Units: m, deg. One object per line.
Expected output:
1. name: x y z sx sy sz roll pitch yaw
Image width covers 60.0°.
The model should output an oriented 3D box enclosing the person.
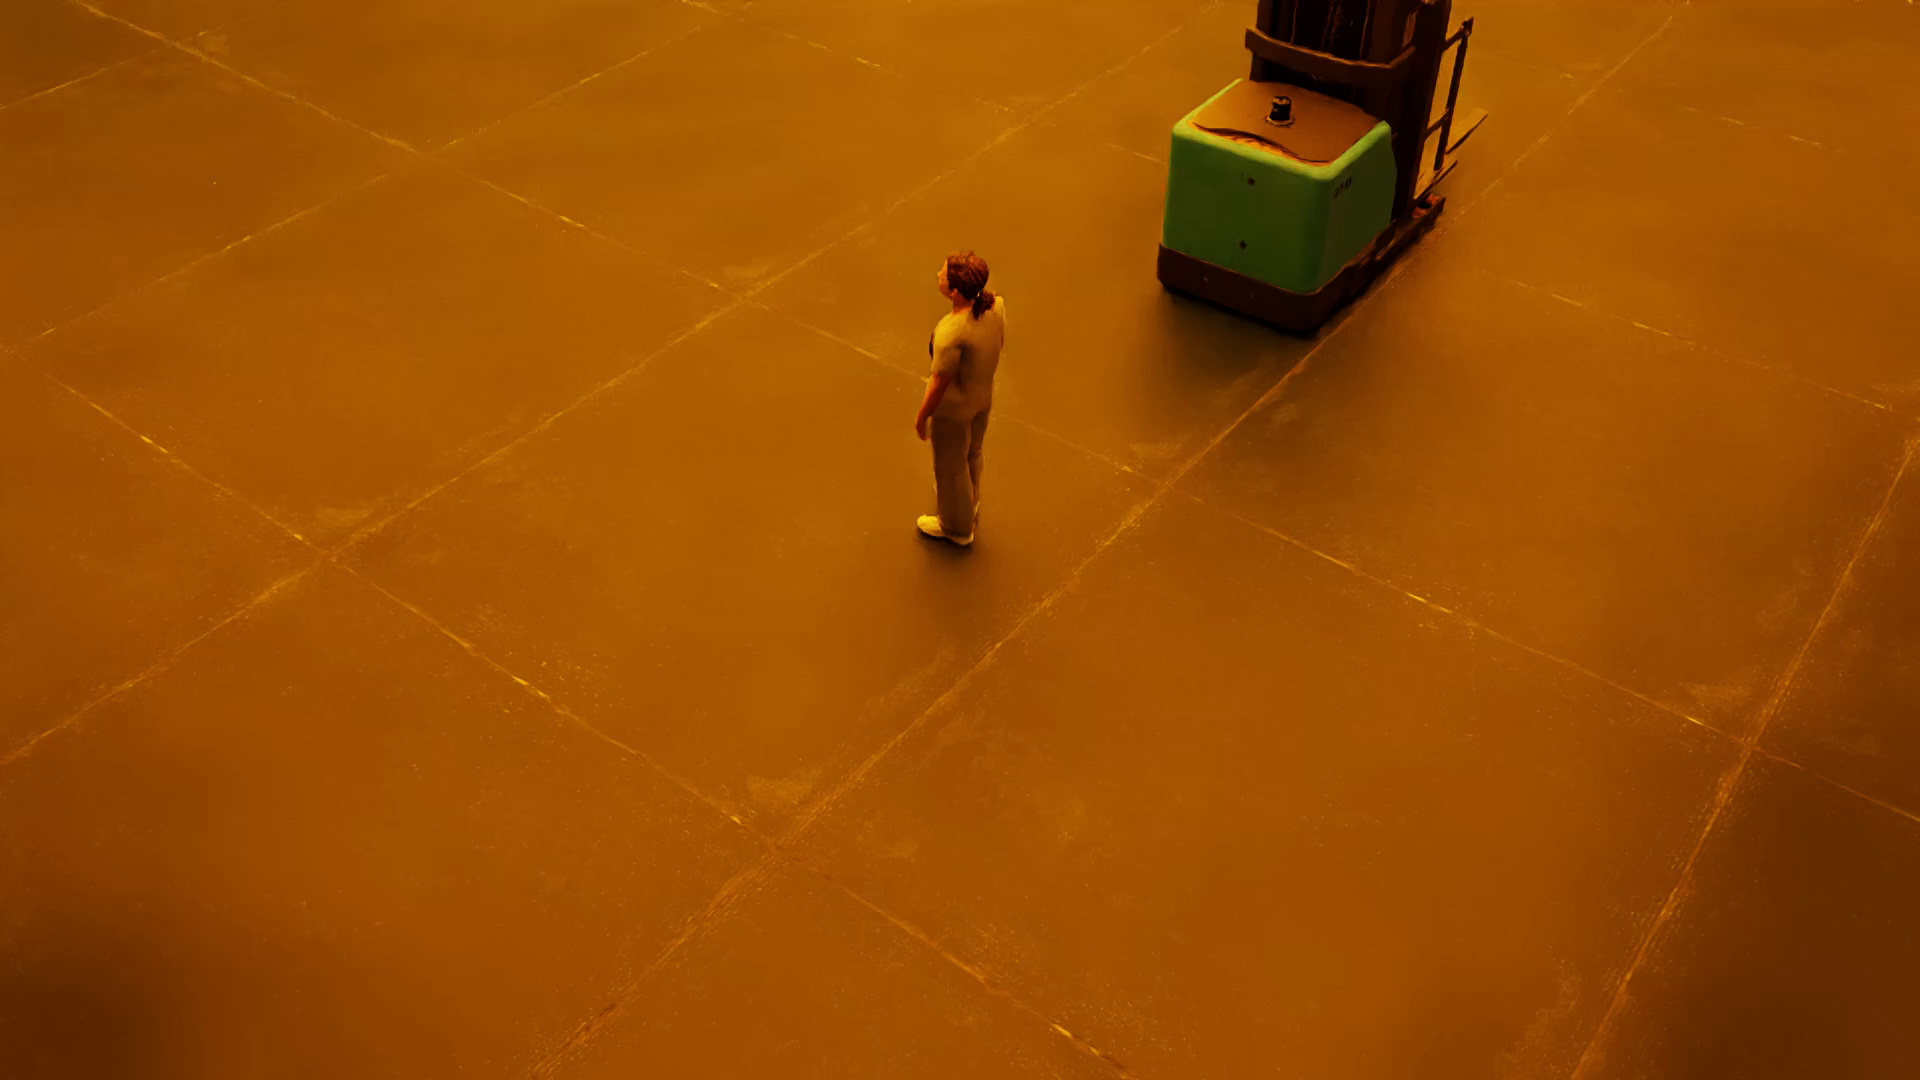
1. person: -0.051 -0.679 7.827 0.548 1.674 0.550 26 47 28

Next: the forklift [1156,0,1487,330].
1. forklift: 2.471 -3.242 9.877 1.130 2.935 3.031 25 47 27
